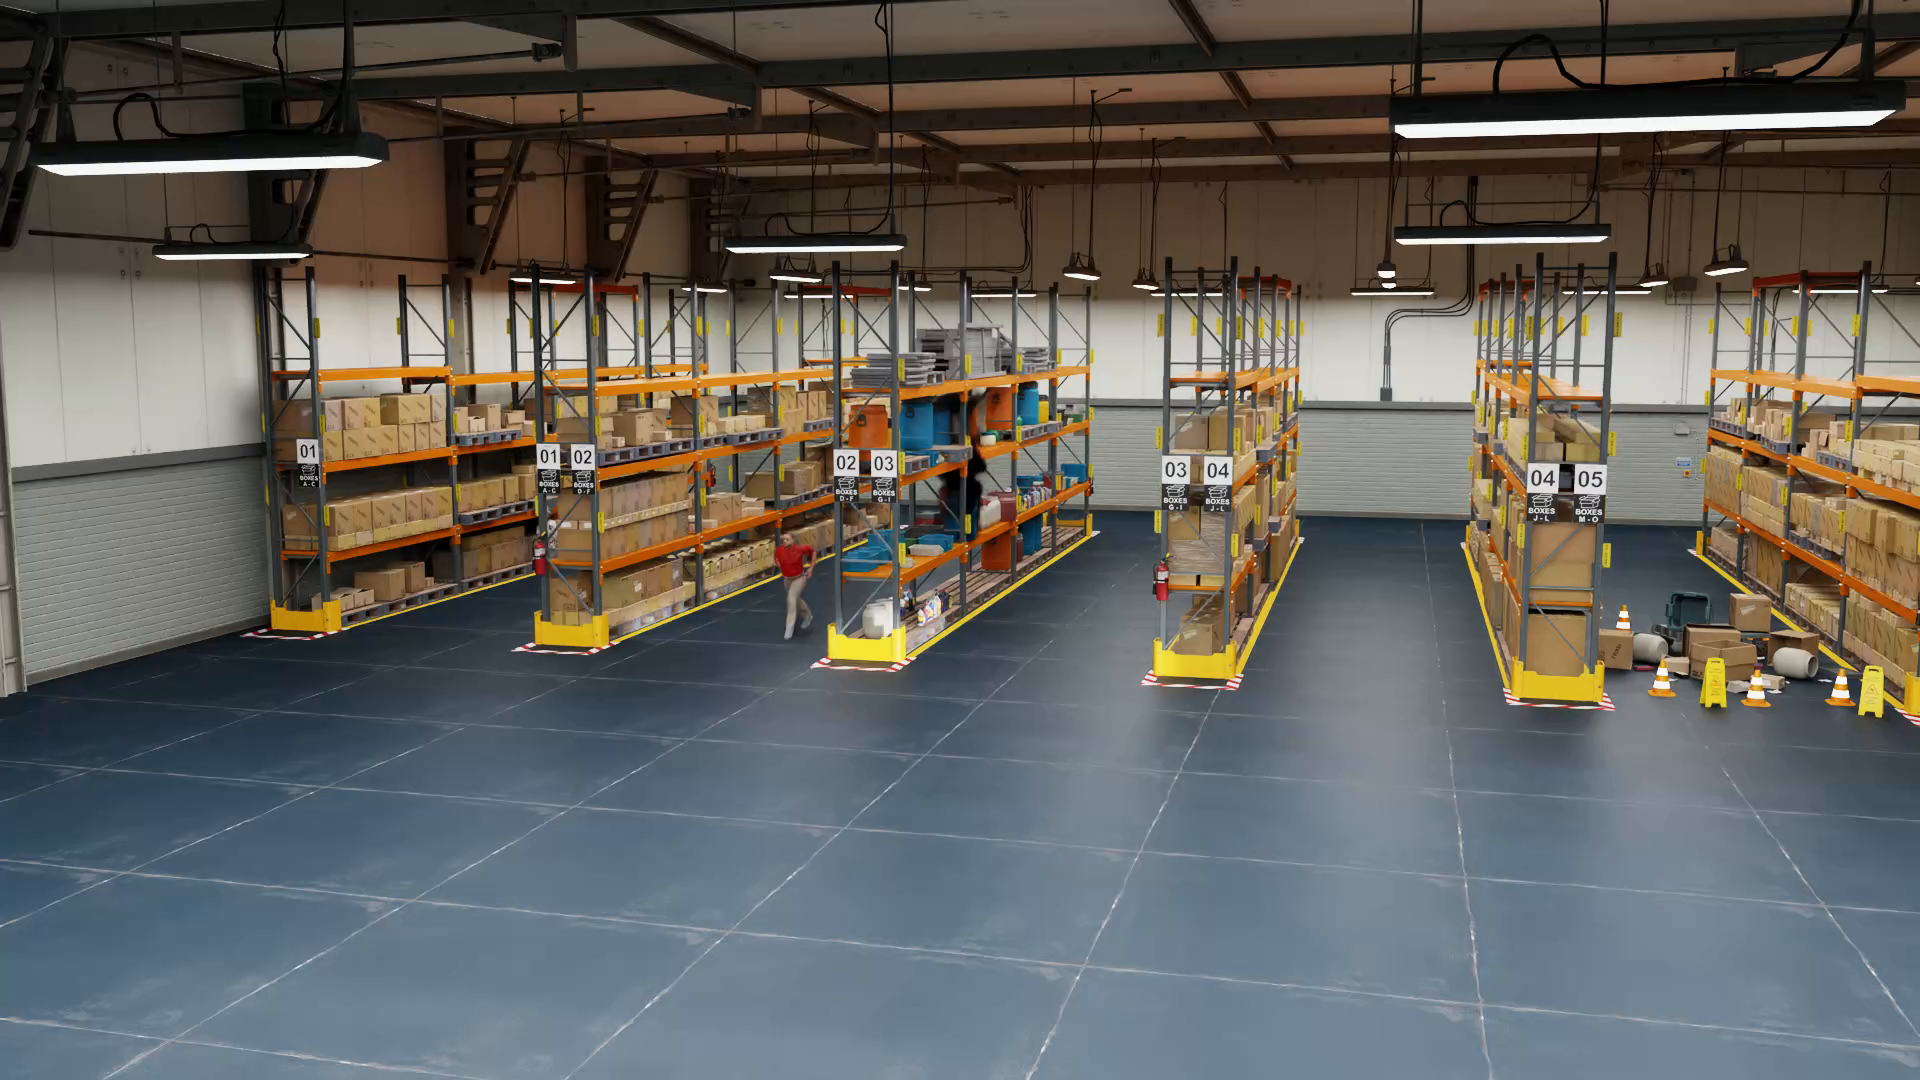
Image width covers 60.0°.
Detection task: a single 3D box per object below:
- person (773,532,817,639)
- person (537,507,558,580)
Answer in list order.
[{"bbox_3d":[-2.692,0.674,27.344,0.655,1.660,0.987,4,8,28],"label":"person"},{"bbox_3d":[-7.826,0.183,31.497,0.561,1.667,0.573,1,7,8],"label":"person"}]
